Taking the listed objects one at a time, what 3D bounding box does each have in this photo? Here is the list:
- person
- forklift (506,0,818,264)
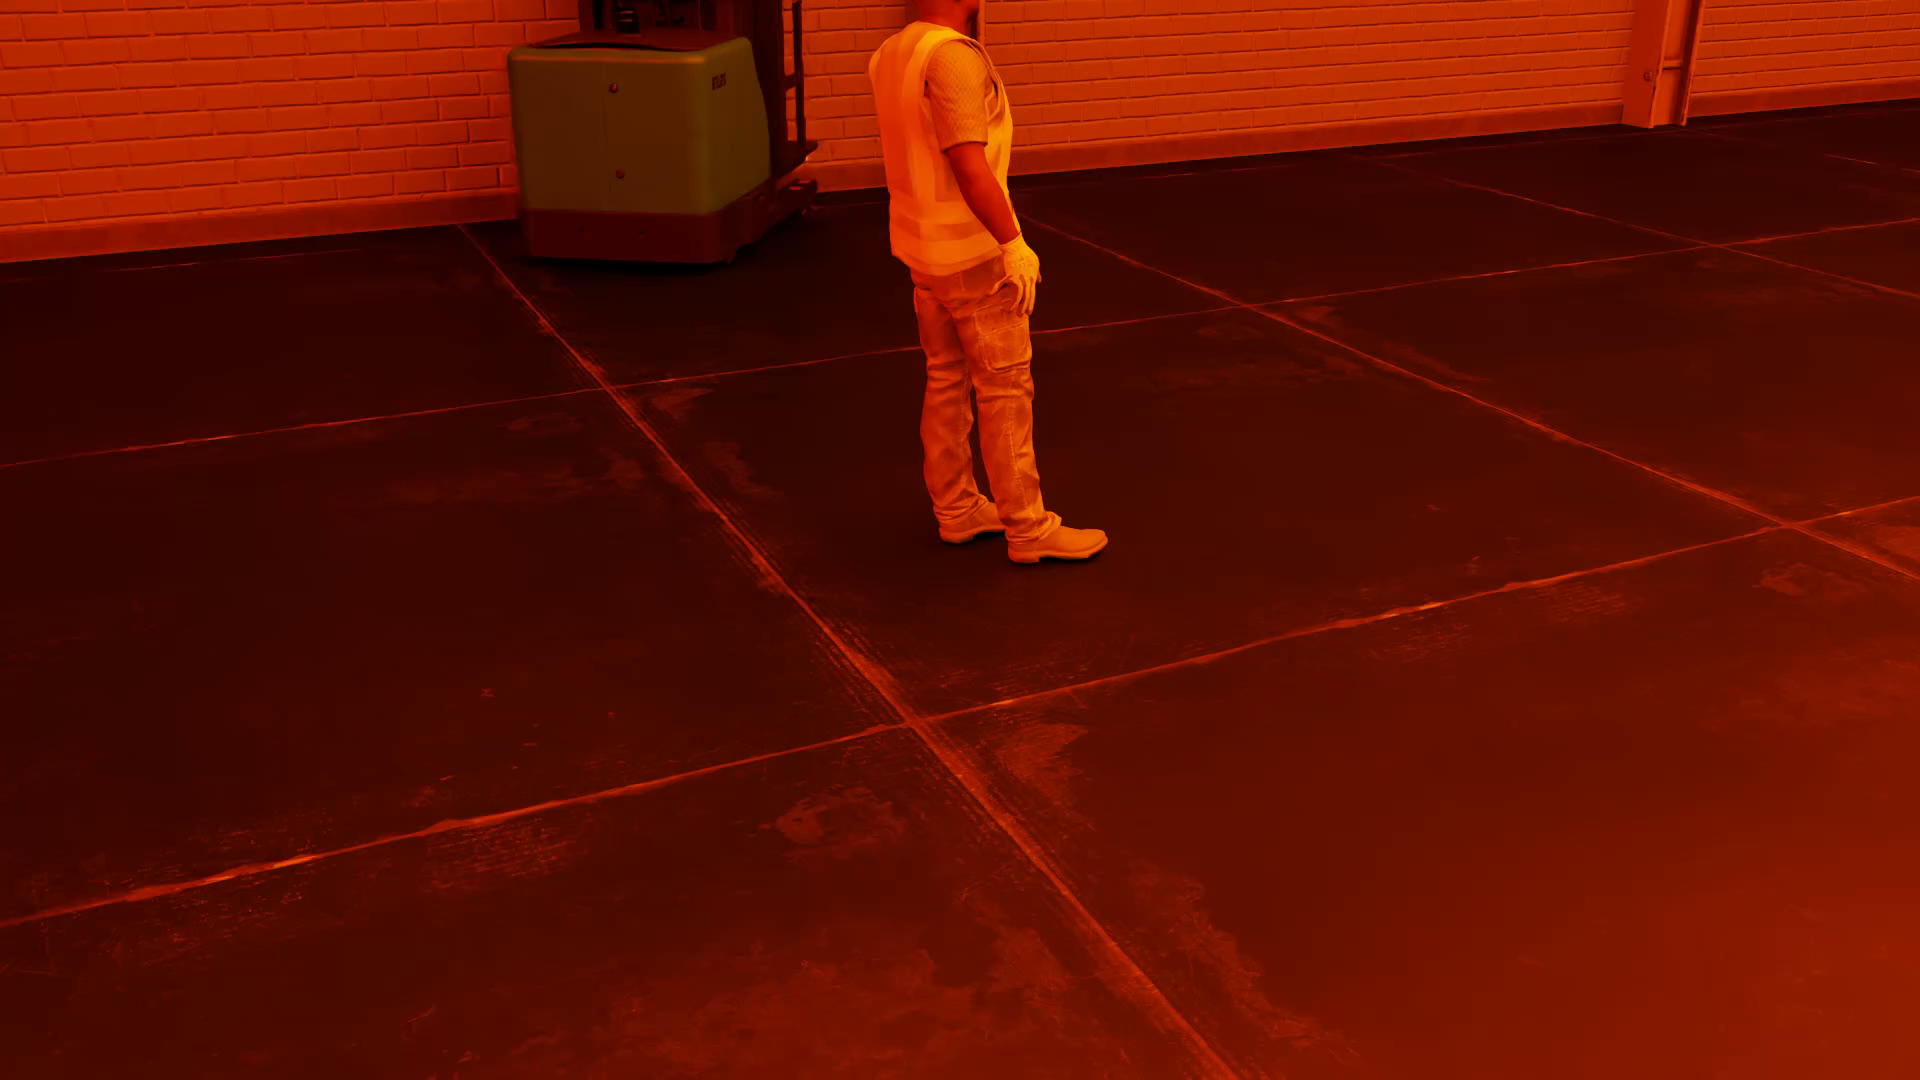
[{"bbox_3d":[0.069,-0.839,4.782,0.577,1.782,0.656,-10,25,-23],"label":"person"},{"bbox_3d":[-1.454,-3.247,9.103,1.130,2.935,3.031,4,23,9],"label":"forklift"}]
